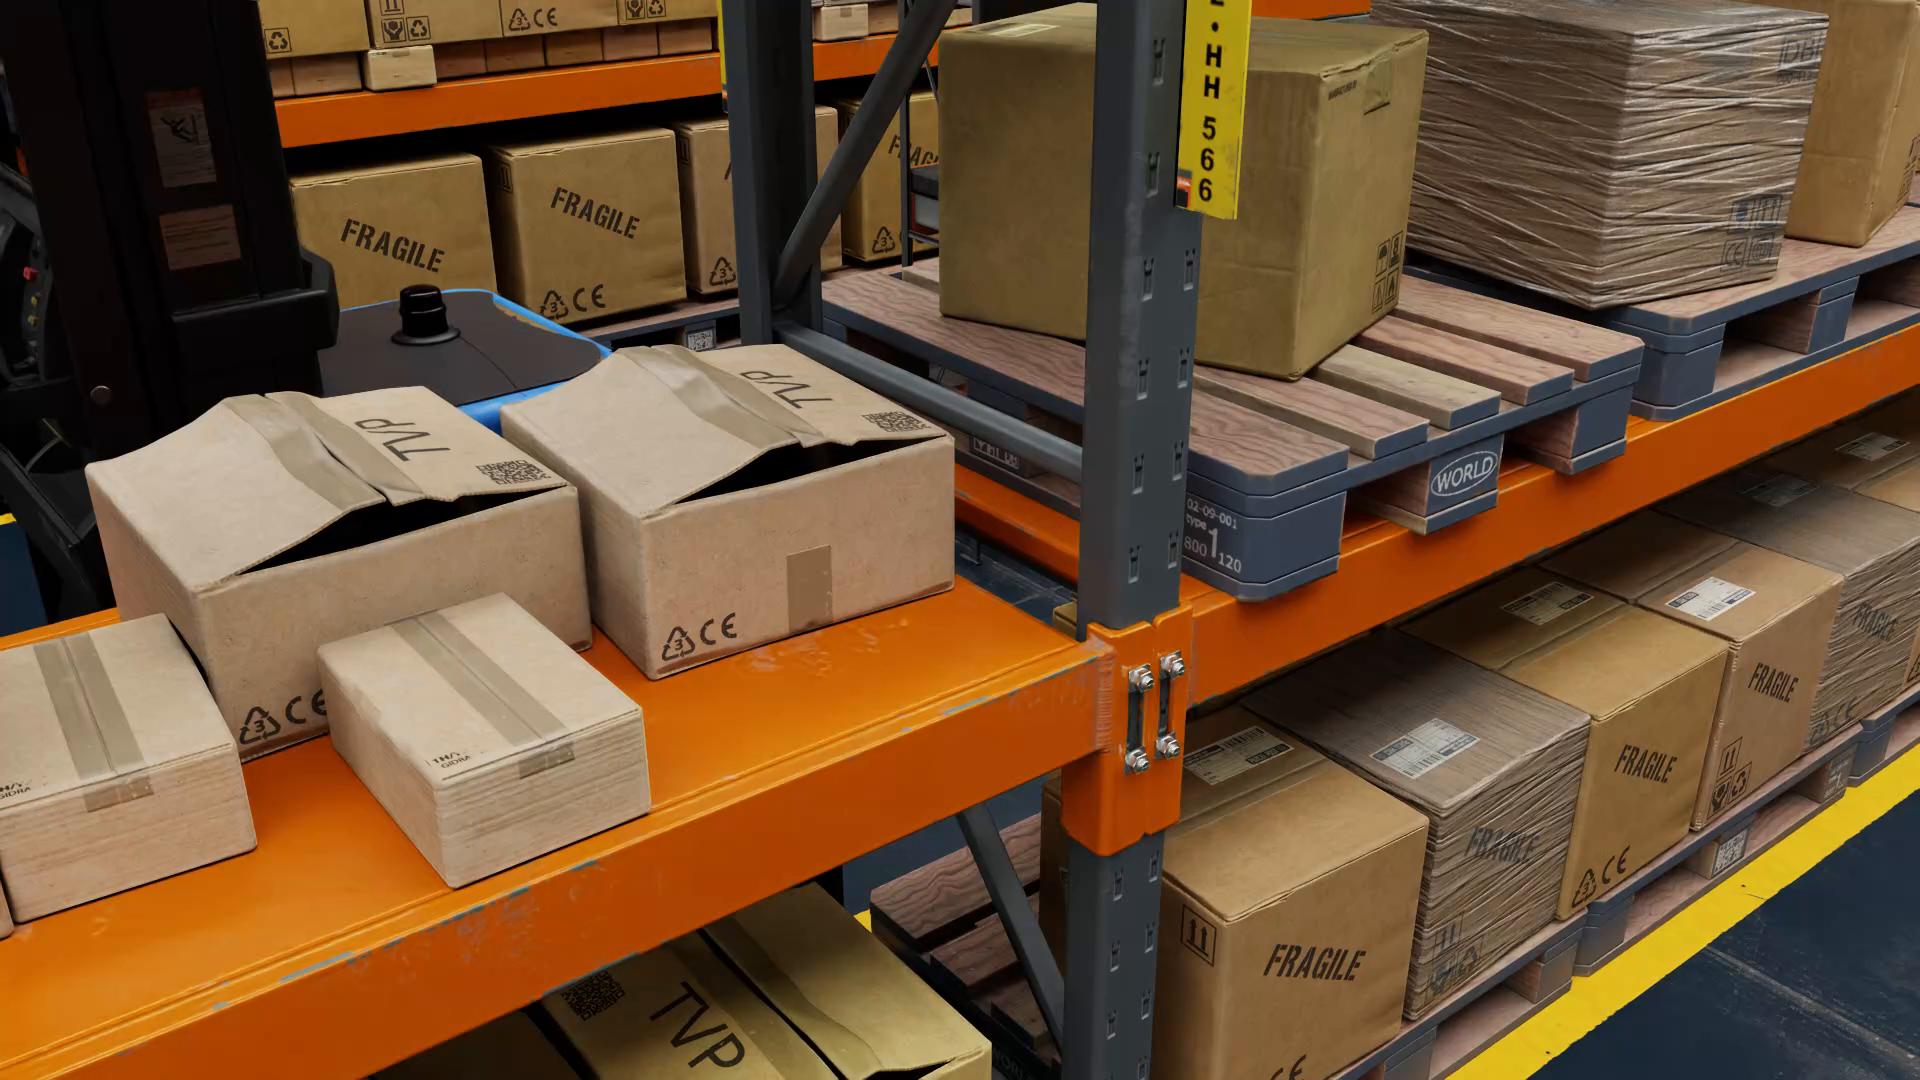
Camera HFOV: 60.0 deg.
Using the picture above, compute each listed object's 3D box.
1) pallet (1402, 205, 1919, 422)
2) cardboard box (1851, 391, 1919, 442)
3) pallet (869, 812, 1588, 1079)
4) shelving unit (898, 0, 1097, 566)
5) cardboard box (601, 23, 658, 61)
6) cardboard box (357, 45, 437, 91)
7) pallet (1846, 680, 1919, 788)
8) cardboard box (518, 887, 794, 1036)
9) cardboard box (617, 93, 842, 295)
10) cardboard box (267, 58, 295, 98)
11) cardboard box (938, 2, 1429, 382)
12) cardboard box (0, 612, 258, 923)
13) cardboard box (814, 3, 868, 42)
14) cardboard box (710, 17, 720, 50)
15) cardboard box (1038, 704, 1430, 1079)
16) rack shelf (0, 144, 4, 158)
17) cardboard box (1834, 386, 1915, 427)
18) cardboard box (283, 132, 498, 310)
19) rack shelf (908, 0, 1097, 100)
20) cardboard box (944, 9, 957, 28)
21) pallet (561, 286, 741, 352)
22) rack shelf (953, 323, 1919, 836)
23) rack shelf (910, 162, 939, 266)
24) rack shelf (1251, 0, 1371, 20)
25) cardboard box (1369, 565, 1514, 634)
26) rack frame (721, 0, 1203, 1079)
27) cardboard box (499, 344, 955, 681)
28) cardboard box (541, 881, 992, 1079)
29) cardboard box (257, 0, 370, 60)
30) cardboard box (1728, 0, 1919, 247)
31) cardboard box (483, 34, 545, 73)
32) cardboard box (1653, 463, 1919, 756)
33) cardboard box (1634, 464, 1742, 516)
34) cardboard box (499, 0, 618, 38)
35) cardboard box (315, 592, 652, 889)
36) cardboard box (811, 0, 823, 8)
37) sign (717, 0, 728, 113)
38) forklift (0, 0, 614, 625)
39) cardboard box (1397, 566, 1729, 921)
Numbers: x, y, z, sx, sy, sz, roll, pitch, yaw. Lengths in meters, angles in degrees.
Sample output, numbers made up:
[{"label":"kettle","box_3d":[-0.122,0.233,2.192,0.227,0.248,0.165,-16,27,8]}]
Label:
[{"label":"pallet","box_3d":[1.489,-0.633,3.778,1.213,0.211,1.003,-18,31,-34]},{"label":"cardboard box","box_3d":[2.898,-0.095,4.837,0.500,0.500,0.500,-18,31,-34]},{"label":"pallet","box_3d":[0.572,0.871,3.624,1.213,0.211,1.003,-18,31,-34]},{"label":"shelving unit","box_3d":[0.130,-0.995,5.401,0.503,2.100,0.431,-18,31,-34]},{"label":"cardboard box","box_3d":[-1.496,-2.159,7.113,0.250,0.149,0.380,-18,30,-34]},{"label":"cardboard box","box_3d":[-2.231,-1.860,6.470,0.250,0.149,0.380,-17,30,-32]},{"label":"pallet","box_3d":[2.492,0.237,4.989,1.213,0.211,1.003,-18,31,-34]},{"label":"cardboard box","box_3d":[-0.632,0.628,2.934,0.500,0.311,0.500,-17,30,-32]},{"label":"cardboard box","box_3d":[-1.079,-1.664,7.826,0.750,0.750,0.750,-17,30,-33]},{"label":"cardboard box","box_3d":[-2.696,-1.757,6.247,0.250,0.149,0.380,-19,31,-35]},{"label":"cardboard box","box_3d":[0.388,-0.650,2.969,0.700,0.500,0.500,15,29,29]},{"label":"cardboard box","box_3d":[-1.007,0.251,1.944,0.250,0.149,0.380,-16,29,-30]},{"label":"cardboard box","box_3d":[-0.629,-2.392,7.615,0.250,0.149,0.380,-18,31,-34]},{"label":"cardboard box","box_3d":[-1.069,-2.290,7.396,0.250,0.149,0.380,-19,31,-35]},{"label":"cardboard box","box_3d":[0.496,0.698,3.130,0.500,0.500,0.500,-17,30,-32]},{"label":"rack shelf","box_3d":[-4.672,-1.007,5.211,4.000,0.370,1.077,-18,31,-34]},{"label":"cardboard box","box_3d":[2.578,-0.273,5.221,0.500,0.500,0.500,-20,31,-36]},{"label":"cardboard box","box_3d":[-2.439,-1.216,6.861,0.750,0.750,0.750,-19,31,-35]},{"label":"rack shelf","box_3d":[0.130,-1.618,5.112,0.480,0.518,0.431,-18,31,-34]},{"label":"cardboard box","box_3d":[-0.226,-2.532,7.918,0.250,0.149,0.380,-18,30,-33]},{"label":"pallet","box_3d":[-1.472,-1.083,7.833,1.213,0.211,1.003,-18,31,-34]},{"label":"rack shelf","box_3d":[1.535,-0.406,3.916,4.000,0.370,1.077,-18,31,-34]},{"label":"rack shelf","box_3d":[0.130,-0.983,5.406,0.480,0.518,0.431,-18,31,-34]},{"label":"rack shelf","box_3d":[1.623,-3.085,9.689,4.000,0.370,1.077,-18,31,-34]},{"label":"cardboard box","box_3d":[0.960,0.266,4.060,0.500,0.500,0.500,-20,31,-36]},{"label":"rack frame","box_3d":[-0.038,-0.213,2.646,0.127,3.000,1.000,-18,31,-34]},{"label":"cardboard box","box_3d":[-0.352,-0.092,2.492,0.500,0.311,0.500,-16,29,-31]},{"label":"cardboard box","box_3d":[-0.299,0.807,2.549,0.500,0.311,0.500,-17,30,-33]},{"label":"cardboard box","box_3d":[-2.558,-2.084,6.181,0.500,0.500,0.500,-17,30,-33]},{"label":"cardboard box","box_3d":[1.757,-1.008,3.742,0.700,0.500,0.500,18,30,33]},{"label":"cardboard box","box_3d":[-1.910,-2.037,6.850,0.250,0.149,0.380,-17,30,-33]},{"label":"cardboard box","box_3d":[2.109,0.161,4.286,0.500,0.500,0.500,-18,30,-33]},{"label":"cardboard box","box_3d":[1.767,-0.003,4.640,0.500,0.500,0.500,-18,30,-33]},{"label":"cardboard box","box_3d":[-1.749,-2.345,6.744,0.500,0.500,0.500,-18,31,-34]},{"label":"cardboard box","box_3d":[-0.576,0.226,1.998,0.250,0.149,0.380,-18,31,-34]},{"label":"cardboard box","box_3d":[-0.954,-2.614,7.324,0.500,0.500,0.500,-18,30,-34]},{"label":"sign","box_3d":[-0.381,-0.879,2.801,0.005,0.325,0.100,-18,31,-34]},{"label":"forklift","box_3d":[-2.216,-0.544,3.440,3.031,2.935,1.130,-20,31,-36]},{"label":"cardboard box","box_3d":[1.302,0.431,3.704,0.500,0.500,0.500,-19,31,-35]}]
